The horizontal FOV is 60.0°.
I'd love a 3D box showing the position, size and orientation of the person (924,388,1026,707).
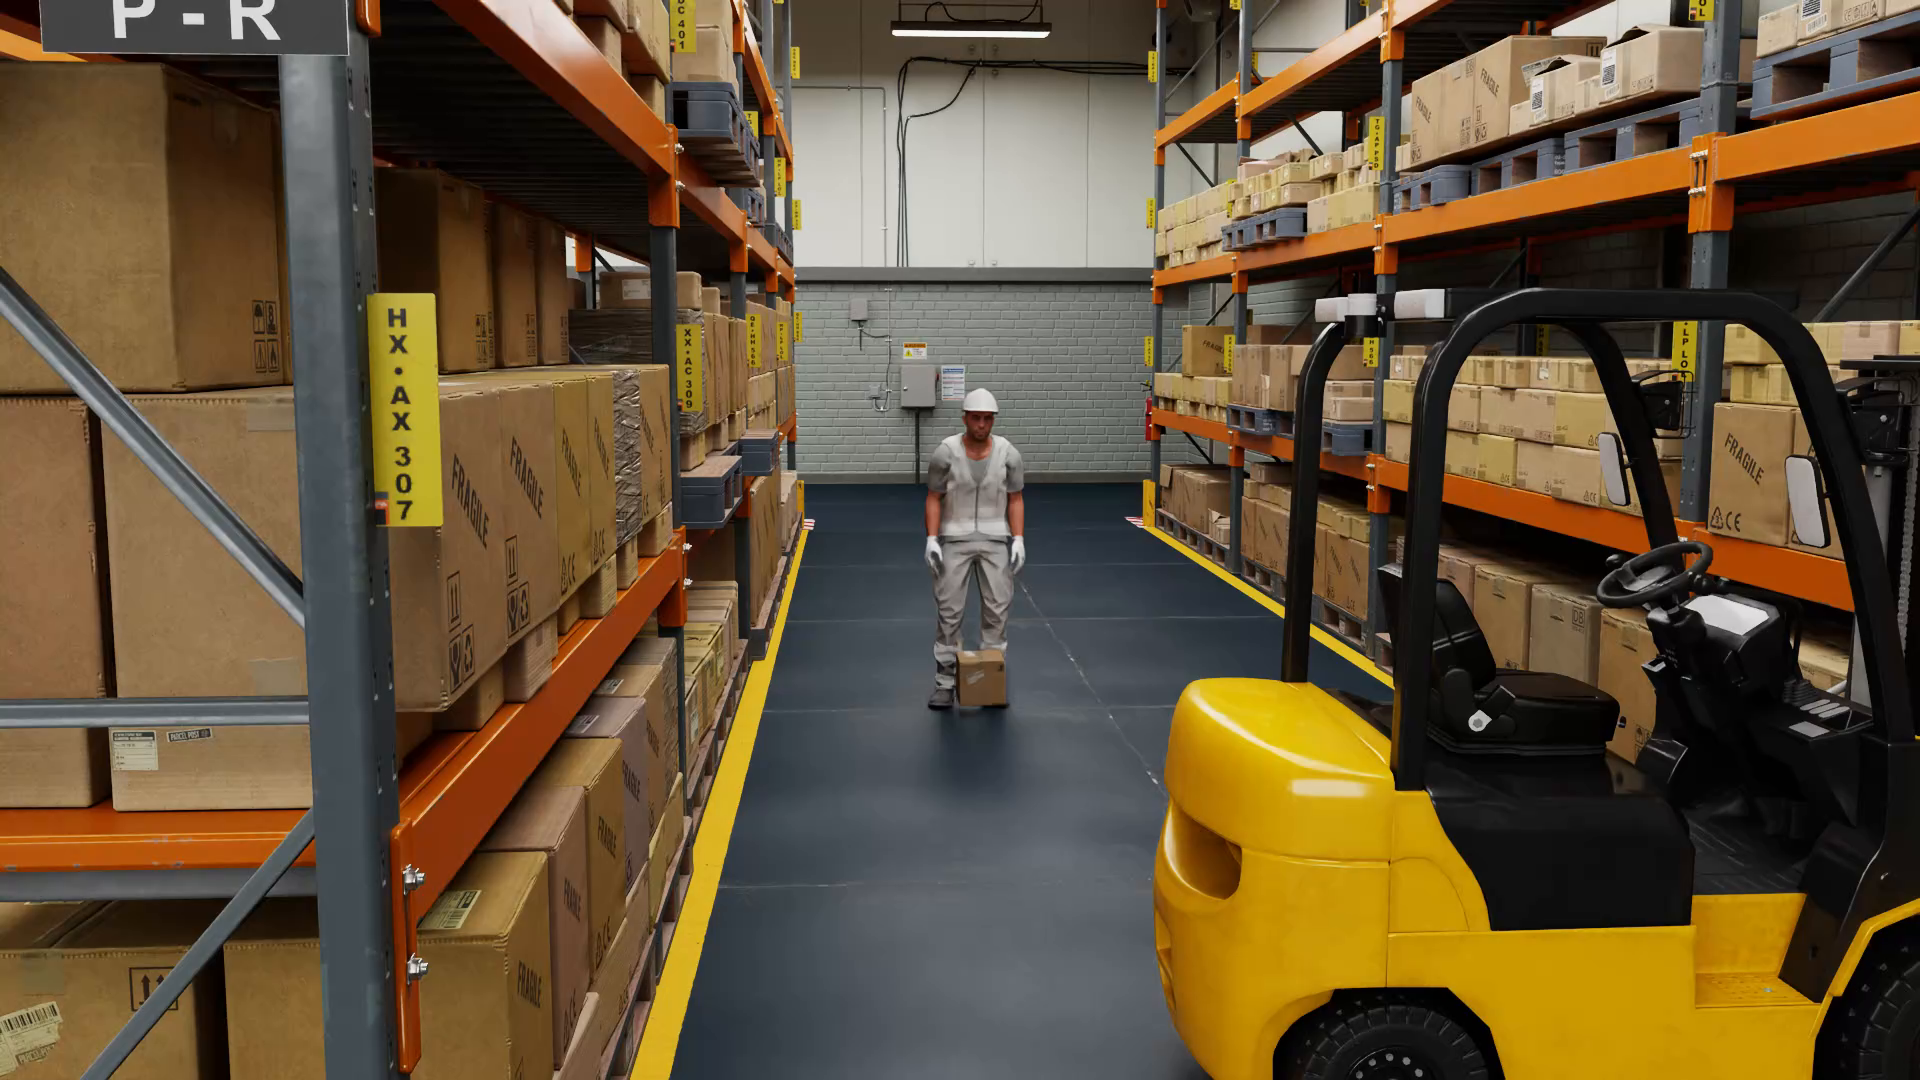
[{"bbox_3d":[0.084,0.041,9.319,0.574,1.781,0.438,-1,7,-6],"label":"person"}]
